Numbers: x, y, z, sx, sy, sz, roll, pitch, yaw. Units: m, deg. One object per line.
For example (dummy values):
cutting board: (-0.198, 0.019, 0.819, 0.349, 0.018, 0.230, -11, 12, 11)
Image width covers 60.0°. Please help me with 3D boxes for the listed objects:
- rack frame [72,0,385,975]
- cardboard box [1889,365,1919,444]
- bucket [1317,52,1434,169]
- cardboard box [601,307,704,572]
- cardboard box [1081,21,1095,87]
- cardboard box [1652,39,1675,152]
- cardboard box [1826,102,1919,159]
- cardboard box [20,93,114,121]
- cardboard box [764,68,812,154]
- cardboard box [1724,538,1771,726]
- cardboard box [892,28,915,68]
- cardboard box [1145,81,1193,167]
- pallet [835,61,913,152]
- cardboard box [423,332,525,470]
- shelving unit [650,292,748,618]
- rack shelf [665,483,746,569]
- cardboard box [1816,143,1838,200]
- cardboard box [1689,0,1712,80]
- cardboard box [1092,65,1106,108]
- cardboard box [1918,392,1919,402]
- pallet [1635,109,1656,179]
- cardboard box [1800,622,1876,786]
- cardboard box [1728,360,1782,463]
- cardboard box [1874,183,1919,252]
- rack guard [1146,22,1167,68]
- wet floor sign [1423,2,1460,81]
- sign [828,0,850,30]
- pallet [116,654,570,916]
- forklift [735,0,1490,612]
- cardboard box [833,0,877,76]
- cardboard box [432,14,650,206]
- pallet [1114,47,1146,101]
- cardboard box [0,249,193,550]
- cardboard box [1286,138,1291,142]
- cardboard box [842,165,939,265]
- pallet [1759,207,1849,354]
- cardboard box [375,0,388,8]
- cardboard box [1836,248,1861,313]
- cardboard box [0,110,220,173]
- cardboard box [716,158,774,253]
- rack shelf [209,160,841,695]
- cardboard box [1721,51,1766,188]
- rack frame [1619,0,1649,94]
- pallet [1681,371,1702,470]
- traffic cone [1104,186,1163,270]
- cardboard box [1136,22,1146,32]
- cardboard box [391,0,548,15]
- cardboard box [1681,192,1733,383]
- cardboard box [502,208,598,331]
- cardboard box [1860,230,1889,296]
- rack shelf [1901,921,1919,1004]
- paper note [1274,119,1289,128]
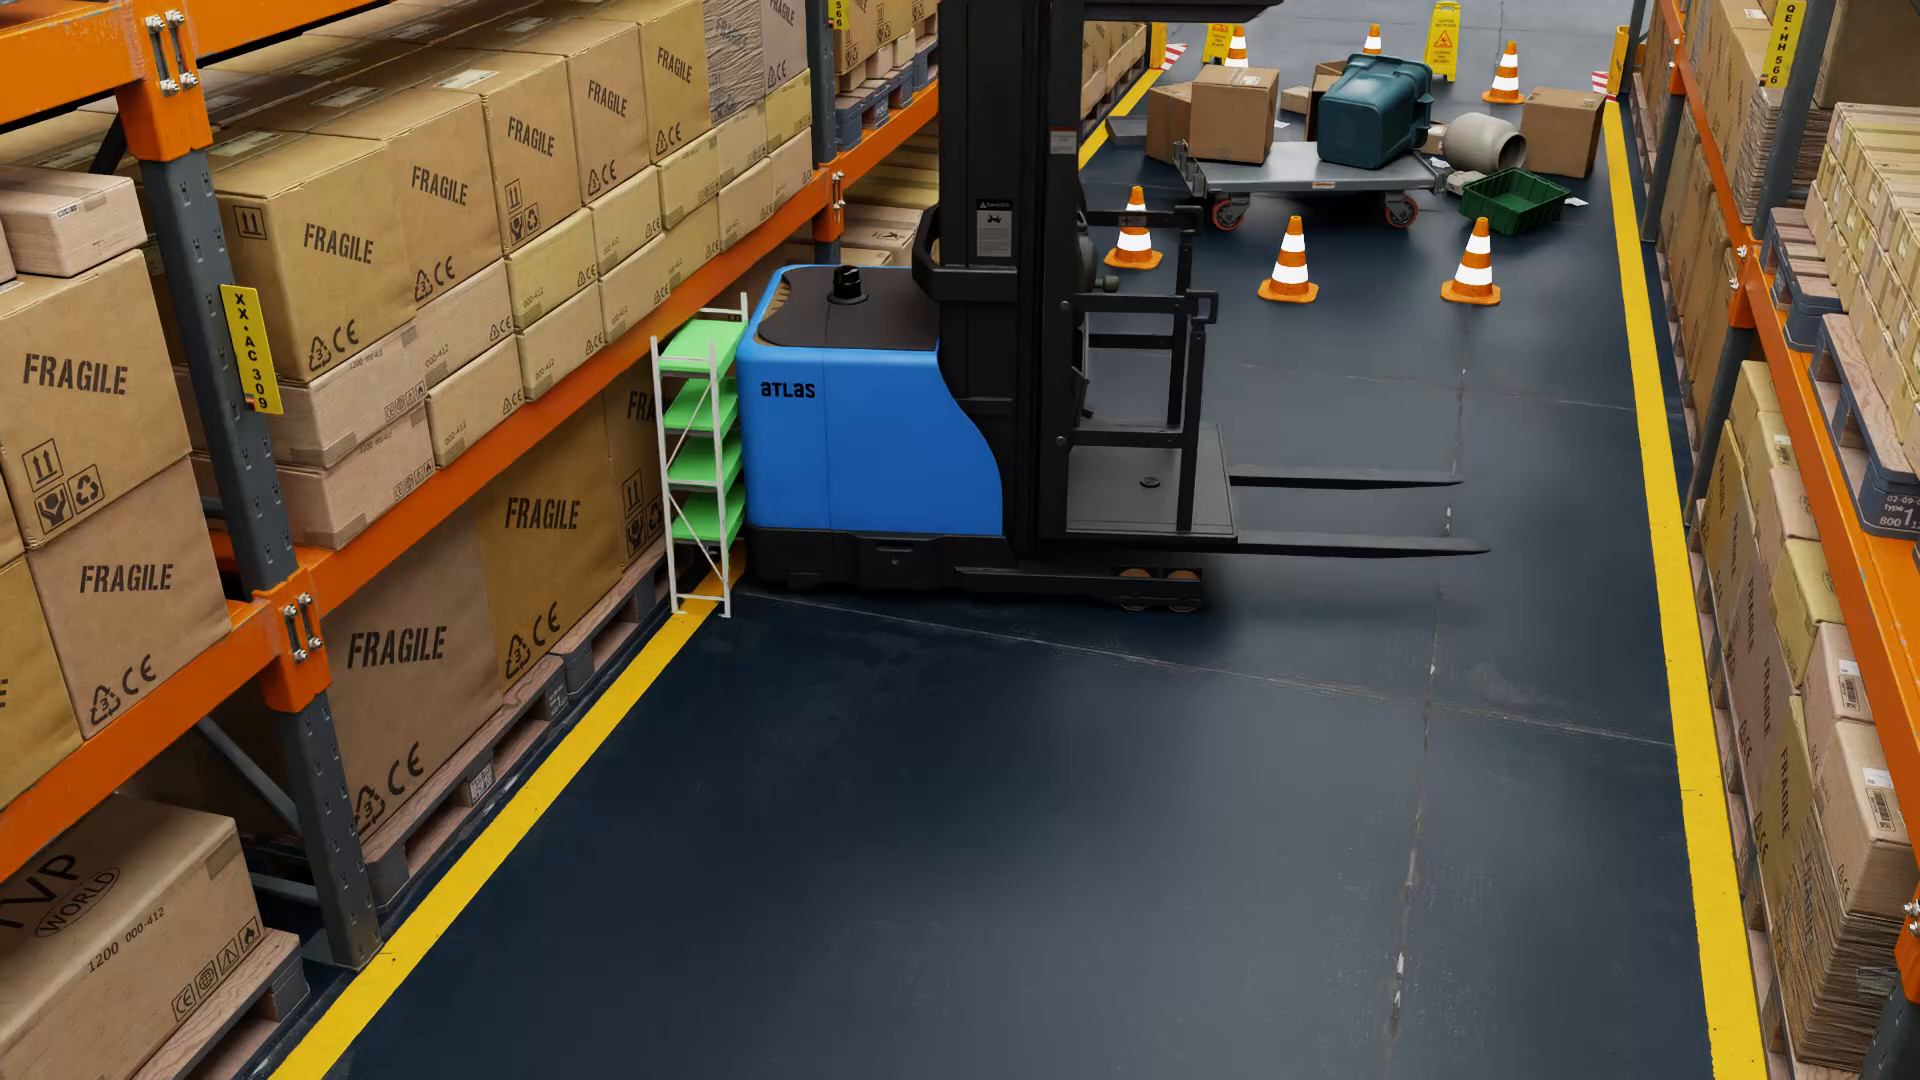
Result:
rack frame: (-2.240, -0.122, 4.384, 1.000, 3.000, 0.127, 8, 30, 15)
cardboard box: (2.829, -0.355, 4.629, 0.380, 0.149, 0.250, 10, 31, 17)
bucket: (2.706, -2.807, 11.013, 0.726, 0.611, 0.620, 20, 45, 32)
cardboard box: (-1.613, -0.513, 6.840, 0.875, 0.875, 0.875, 9, 30, 15)
cardboard box: (0.686, -3.636, 12.325, 0.500, 0.500, 0.500, 10, 31, 17)
cardboard box: (5.383, -3.137, 11.558, 0.875, 0.875, 0.875, 9, 30, 15)
cardboard box: (3.374, -1.466, 6.015, 0.380, 0.149, 0.250, 9, 30, 15)
cardboard box: (-5.431, -2.426, 10.536, 0.875, 0.625, 0.625, 9, 30, 17)
cardboard box: (-0.965, -1.873, 7.171, 0.500, 0.250, 0.500, 8, 30, 15)
cardboard box: (2.954, 0.353, 5.669, 0.500, 0.500, 0.500, 8, 30, 14)
cardboard box: (-0.452, -2.551, 8.577, 0.380, 0.149, 0.250, 9, 30, 15)
cardboard box: (1.724, -3.052, 12.220, 0.500, 0.500, 0.500, -17, 34, -28)
pallet: (-0.958, -2.244, 8.395, 1.213, 0.211, 1.003, 8, 30, 15)
cardboard box: (-1.708, -0.464, 5.153, 0.500, 0.250, 0.500, 8, 30, 14)
shelving unit: (-1.000, -0.339, 6.622, 0.258, 1.200, 0.503, 5, 30, 6)
rack shelf: (-1.006, -0.075, 6.772, 0.258, 0.148, 0.480, 5, 30, 6)
cardboard box: (3.362, -1.329, 6.075, 0.380, 0.149, 0.250, 10, 31, 17)
cardboard box: (4.311, -2.784, 9.065, 0.500, 0.500, 0.500, 9, 30, 15)
cardboard box: (0.839, -3.554, 12.950, 0.500, 0.250, 0.500, 8, 30, 14)
cardboard box: (2.756, -0.366, 4.342, 0.380, 0.149, 0.250, 7, 30, 12)
pallet: (5.525, -2.873, 12.197, 1.003, 0.211, 1.213, 8, 30, 15)
cardboard box: (2.663, 0.499, 4.635, 0.500, 0.250, 0.500, 10, 31, 17)
cardboard box: (3.262, -0.455, 6.350, 0.500, 0.250, 0.500, 7, 30, 13)
cardboard box: (3.067, -0.981, 5.142, 0.380, 0.149, 0.250, 10, 31, 17)
rack guard: (1.260, -4.571, 14.953, 1.175, 0.500, 0.348, 8, 30, 15)
wet floor sign: (4.160, -4.307, 14.328, 0.267, 0.644, 0.232, 3, 29, 6)
sign: (-0.534, -2.409, 7.304, 0.100, 0.325, 0.005, 8, 30, 15)
pallet: (-2.085, 0.727, 5.726, 1.003, 0.211, 1.213, 8, 30, 15)
forklift: (0.657, -1.258, 6.496, 3.031, 2.935, 1.130, 2, 29, 4)
cardboard box: (-0.712, -2.514, 7.843, 0.500, 0.500, 0.500, 8, 30, 13)
cardboard box: (-1.417, -1.480, 5.694, 0.500, 0.500, 0.500, 8, 30, 14)
pallet: (0.988, -4.072, 14.353, 1.003, 0.211, 1.213, 8, 30, 15)
cardboard box: (-2.114, -0.344, 3.652, 0.500, 0.500, 0.500, 8, 30, 14)
cardboard box: (2.399, -2.717, 11.862, 0.258, 0.266, 0.396, -12, 31, -20)
cardboard box: (-0.453, -1.973, 9.982, 0.950, 0.372, 0.625, 10, 30, 17)
pallet: (3.589, -0.891, 5.964, 1.213, 0.211, 1.003, 8, 30, 15)
cardboard box: (-4.196, -4.145, 12.984, 0.500, 0.250, 0.500, 8, 30, 14)
cardboard box: (3.137, -0.840, 5.502, 0.380, 0.149, 0.250, 10, 31, 17)
cardboard box: (-2.348, -0.846, 4.554, 0.500, 0.500, 0.500, 9, 30, 16)
cardboard box: (-1.101, -1.404, 6.842, 0.500, 0.250, 0.500, 9, 30, 16)
rack shelf: (-1.653, -0.737, 6.230, 1.077, 0.370, 4.000, 8, 30, 15)
cardboard box: (3.719, -1.845, 7.377, 0.500, 0.500, 0.500, 8, 30, 15)
rack frame: (6.044, -5.039, 13.223, 1.000, 3.000, 0.127, 8, 30, 15)
pallet: (4.000, -0.459, 7.857, 1.003, 0.211, 1.213, 8, 30, 15)
traffic cone: (1.083, -1.955, 10.289, 0.336, 0.463, 0.334, 8, 30, 15)
cardboard box: (1.297, -4.599, 14.057, 0.500, 0.500, 0.500, 9, 30, 15)
cardboard box: (-1.747, -1.797, 6.264, 0.500, 0.500, 0.500, 9, 30, 16)
cardboard box: (4.214, -1.199, 8.202, 1.050, 0.750, 0.750, 9, 30, 16)
cardboard box: (-1.541, -0.916, 5.452, 0.500, 0.250, 0.500, 9, 30, 16)
cardboard box: (3.062, -0.846, 5.205, 0.380, 0.149, 0.250, 9, 30, 15)
rack shelf: (1.935, 1.781, 1.703, 1.077, 0.370, 4.000, 8, 30, 15)
paper note: (2.515, -3.300, 13.162, 0.148, 0.019, 0.142, 20, 35, 32)
